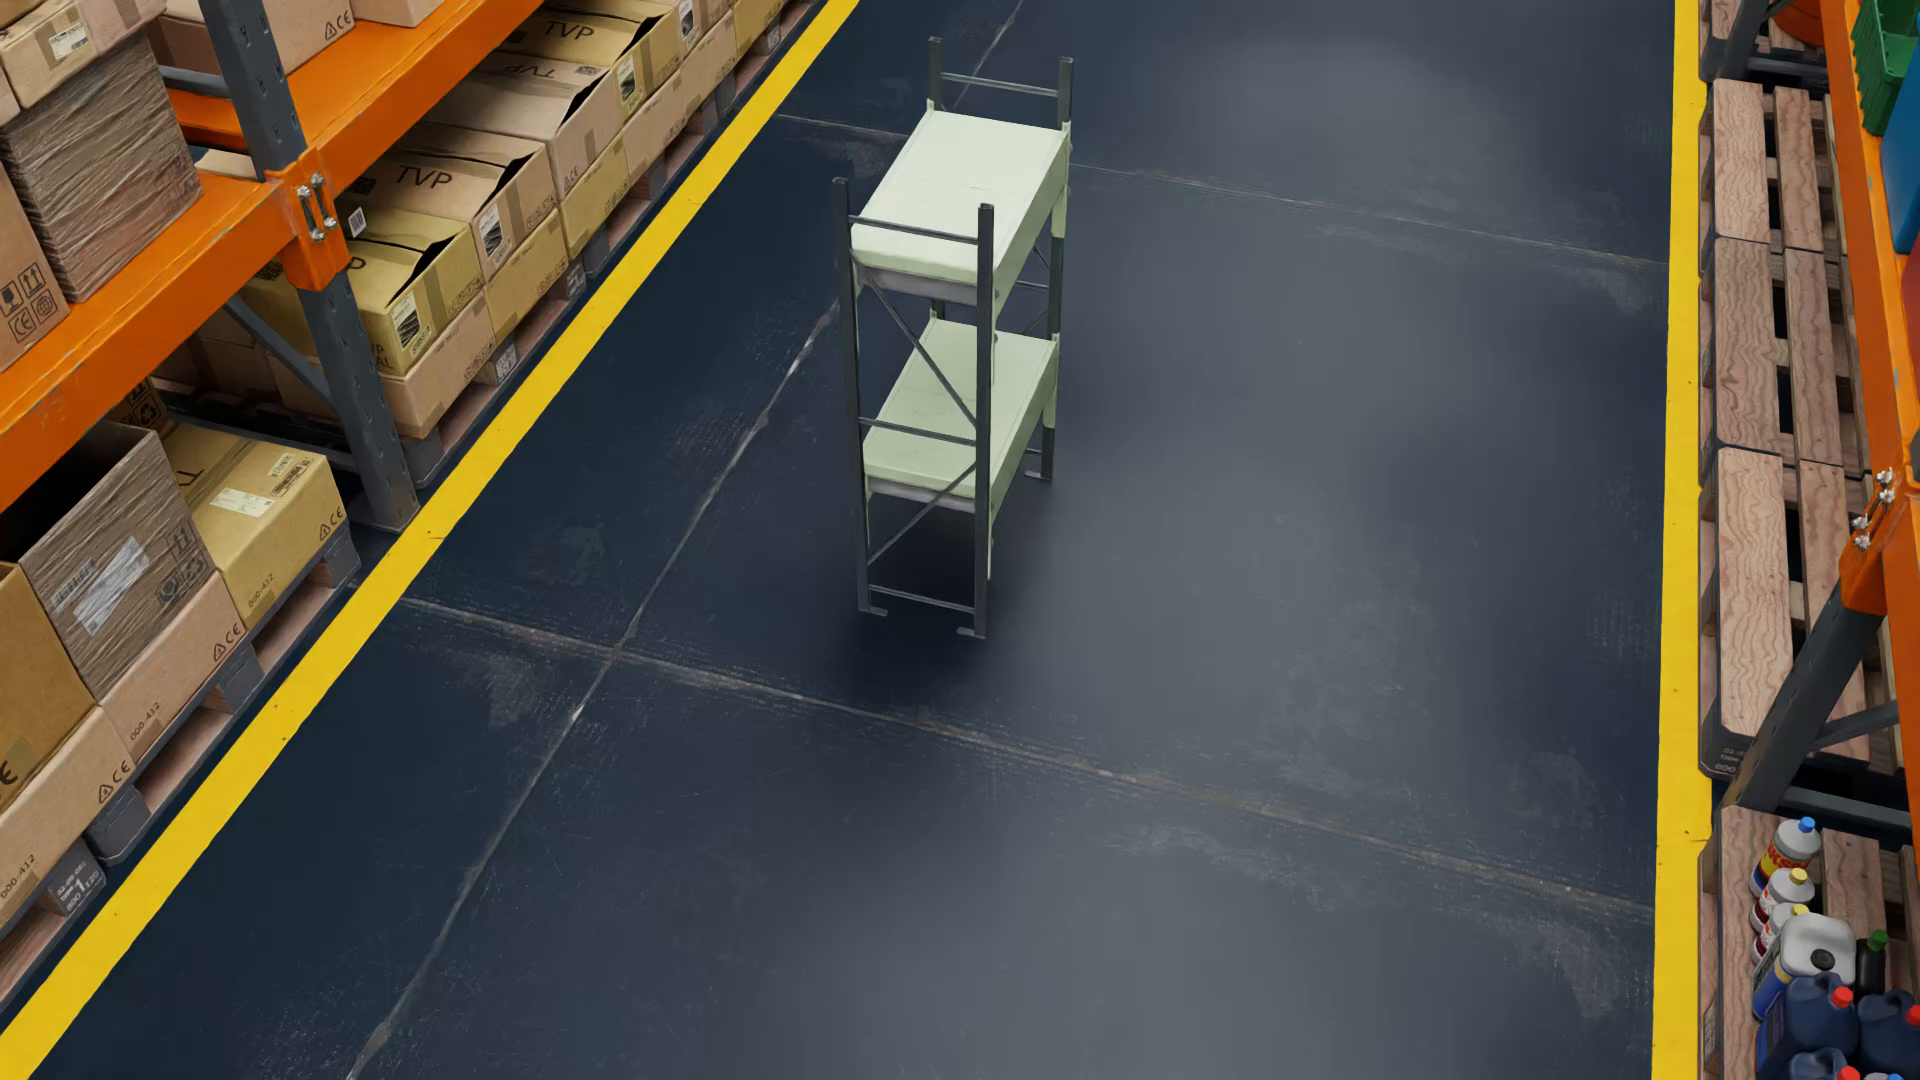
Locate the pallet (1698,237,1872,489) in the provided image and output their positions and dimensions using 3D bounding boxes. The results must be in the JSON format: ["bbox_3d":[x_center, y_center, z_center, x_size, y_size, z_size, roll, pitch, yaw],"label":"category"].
[{"bbox_3d":[3.061,-0.535,5.646,1.003,0.211,1.213,13,46,13],"label":"pallet"}]

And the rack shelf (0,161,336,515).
[{"bbox_3d":[-2.833,0.355,3.257,1.077,0.370,4.000,13,46,13],"label":"rack shelf"}]

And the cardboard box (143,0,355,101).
[{"bbox_3d":[-2.120,-1.519,4.765,0.500,0.250,0.500,15,46,15],"label":"cardboard box"}]

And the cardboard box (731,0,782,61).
[{"bbox_3d":[-1.095,-2.323,7.144,0.500,0.250,0.500,12,46,12],"label":"cardboard box"}]

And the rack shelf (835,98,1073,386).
[{"bbox_3d":[-0.002,-0.811,4.448,0.431,0.370,0.720,13,46,12],"label":"rack shelf"}]

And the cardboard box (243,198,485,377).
[{"bbox_3d":[-1.864,-0.826,5.214,0.500,0.311,0.500,13,46,13],"label":"cardboard box"}]

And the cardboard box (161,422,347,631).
[{"bbox_3d":[-2.159,-0.048,4.820,0.500,0.250,0.500,13,46,13],"label":"cardboard box"}]

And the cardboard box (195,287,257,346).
[{"bbox_3d":[-2.378,-0.934,5.325,0.500,0.311,0.500,13,46,13],"label":"cardboard box"}]

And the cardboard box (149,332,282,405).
[{"bbox_3d":[-2.378,-0.741,5.528,0.500,0.250,0.500,12,46,12],"label":"cardboard box"}]

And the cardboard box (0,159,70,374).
[{"bbox_3d":[-2.509,-0.621,3.669,0.700,0.500,0.500,12,46,12],"label":"cardboard box"}]

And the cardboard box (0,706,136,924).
[{"bbox_3d":[-2.457,0.620,4.137,0.500,0.250,0.500,13,46,13],"label":"cardboard box"}]

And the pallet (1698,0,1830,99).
[{"bbox_3d":[3.903,-2.388,7.539,1.003,0.211,1.213,13,46,13],"label":"pallet"}]

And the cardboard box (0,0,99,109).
[{"bbox_3d":[-2.182,-1.112,3.707,0.380,0.149,0.250,12,46,12],"label":"cardboard box"}]

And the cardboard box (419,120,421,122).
[{"bbox_3d":[-2.073,-1.614,6.020,0.500,0.311,0.500,12,46,12],"label":"cardboard box"}]

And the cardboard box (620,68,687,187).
[{"bbox_3d":[-1.403,-1.644,6.452,0.500,0.250,0.500,13,46,13],"label":"cardboard box"}]

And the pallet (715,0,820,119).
[{"bbox_3d":[-1.302,-2.365,7.516,1.003,0.211,1.213,13,46,13],"label":"pallet"}]

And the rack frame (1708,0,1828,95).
[{"bbox_3d":[3.704,-2.850,6.018,1.000,3.000,0.127,13,46,13],"label":"rack frame"}]

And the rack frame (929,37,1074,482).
[{"bbox_3d":[0.109,-0.776,4.970,0.400,1.500,0.023,13,46,12],"label":"rack frame"}]

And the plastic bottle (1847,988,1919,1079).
[{"bbox_3d":[1.990,1.086,3.575,0.144,0.351,0.185,13,46,13],"label":"plastic bottle"}]

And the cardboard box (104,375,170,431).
[{"bbox_3d":[-2.666,-0.428,4.672,0.500,0.500,0.500,13,46,13],"label":"cardboard box"}]

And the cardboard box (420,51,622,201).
[{"bbox_3d":[-1.552,-1.504,5.907,0.500,0.311,0.500,11,45,11],"label":"cardboard box"}]

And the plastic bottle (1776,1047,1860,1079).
[{"bbox_3d":[1.796,1.182,3.477,0.144,0.351,0.185,11,45,11],"label":"plastic bottle"}]

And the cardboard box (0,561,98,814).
[{"bbox_3d":[-2.469,0.349,3.878,0.500,0.500,0.500,13,46,13],"label":"cardboard box"}]

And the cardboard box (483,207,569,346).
[{"bbox_3d":[-1.713,-0.960,5.752,0.500,0.250,0.500,14,46,14],"label":"cardboard box"}]

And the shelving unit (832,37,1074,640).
[{"bbox_3d":[-0.002,-0.532,4.721,0.431,1.500,0.755,13,46,12],"label":"shelving unit"}]

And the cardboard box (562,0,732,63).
[{"bbox_3d":[-1.246,-2.185,6.603,0.500,0.311,0.500,12,46,12],"label":"cardboard box"}]

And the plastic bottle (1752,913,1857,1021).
[{"bbox_3d":[1.907,0.973,3.744,0.152,0.276,0.135,14,46,14],"label":"plastic bottle"}]

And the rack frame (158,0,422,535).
[{"bbox_3d":[-2.227,-1.236,4.368,1.000,3.000,0.127,13,46,13],"label":"rack frame"}]

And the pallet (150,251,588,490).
[{"bbox_3d":[-2.041,-0.738,5.854,1.003,0.211,1.213,13,46,13],"label":"pallet"}]

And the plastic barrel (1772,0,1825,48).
[{"bbox_3d":[3.836,-2.554,6.967,0.600,0.830,0.708,13,46,13],"label":"plastic barrel"}]

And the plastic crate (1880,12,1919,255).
[{"bbox_3d":[2.530,-0.979,4.118,0.392,0.384,0.575,13,46,13],"label":"plastic crate"}]

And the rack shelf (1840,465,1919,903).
[{"bbox_3d":[1.887,1.406,2.183,1.077,0.370,4.000,13,46,13],"label":"rack shelf"}]

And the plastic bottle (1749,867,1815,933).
[{"bbox_3d":[1.948,0.846,3.927,0.097,0.201,0.097,0,44,0],"label":"plastic bottle"}]

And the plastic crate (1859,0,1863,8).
[{"bbox_3d":[2.923,-1.861,4.961,0.402,0.464,0.583,13,46,13],"label":"plastic crate"}]

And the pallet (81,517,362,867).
[{"bbox_3d":[-2.508,0.282,4.811,1.003,0.211,1.213,13,46,13],"label":"pallet"}]
